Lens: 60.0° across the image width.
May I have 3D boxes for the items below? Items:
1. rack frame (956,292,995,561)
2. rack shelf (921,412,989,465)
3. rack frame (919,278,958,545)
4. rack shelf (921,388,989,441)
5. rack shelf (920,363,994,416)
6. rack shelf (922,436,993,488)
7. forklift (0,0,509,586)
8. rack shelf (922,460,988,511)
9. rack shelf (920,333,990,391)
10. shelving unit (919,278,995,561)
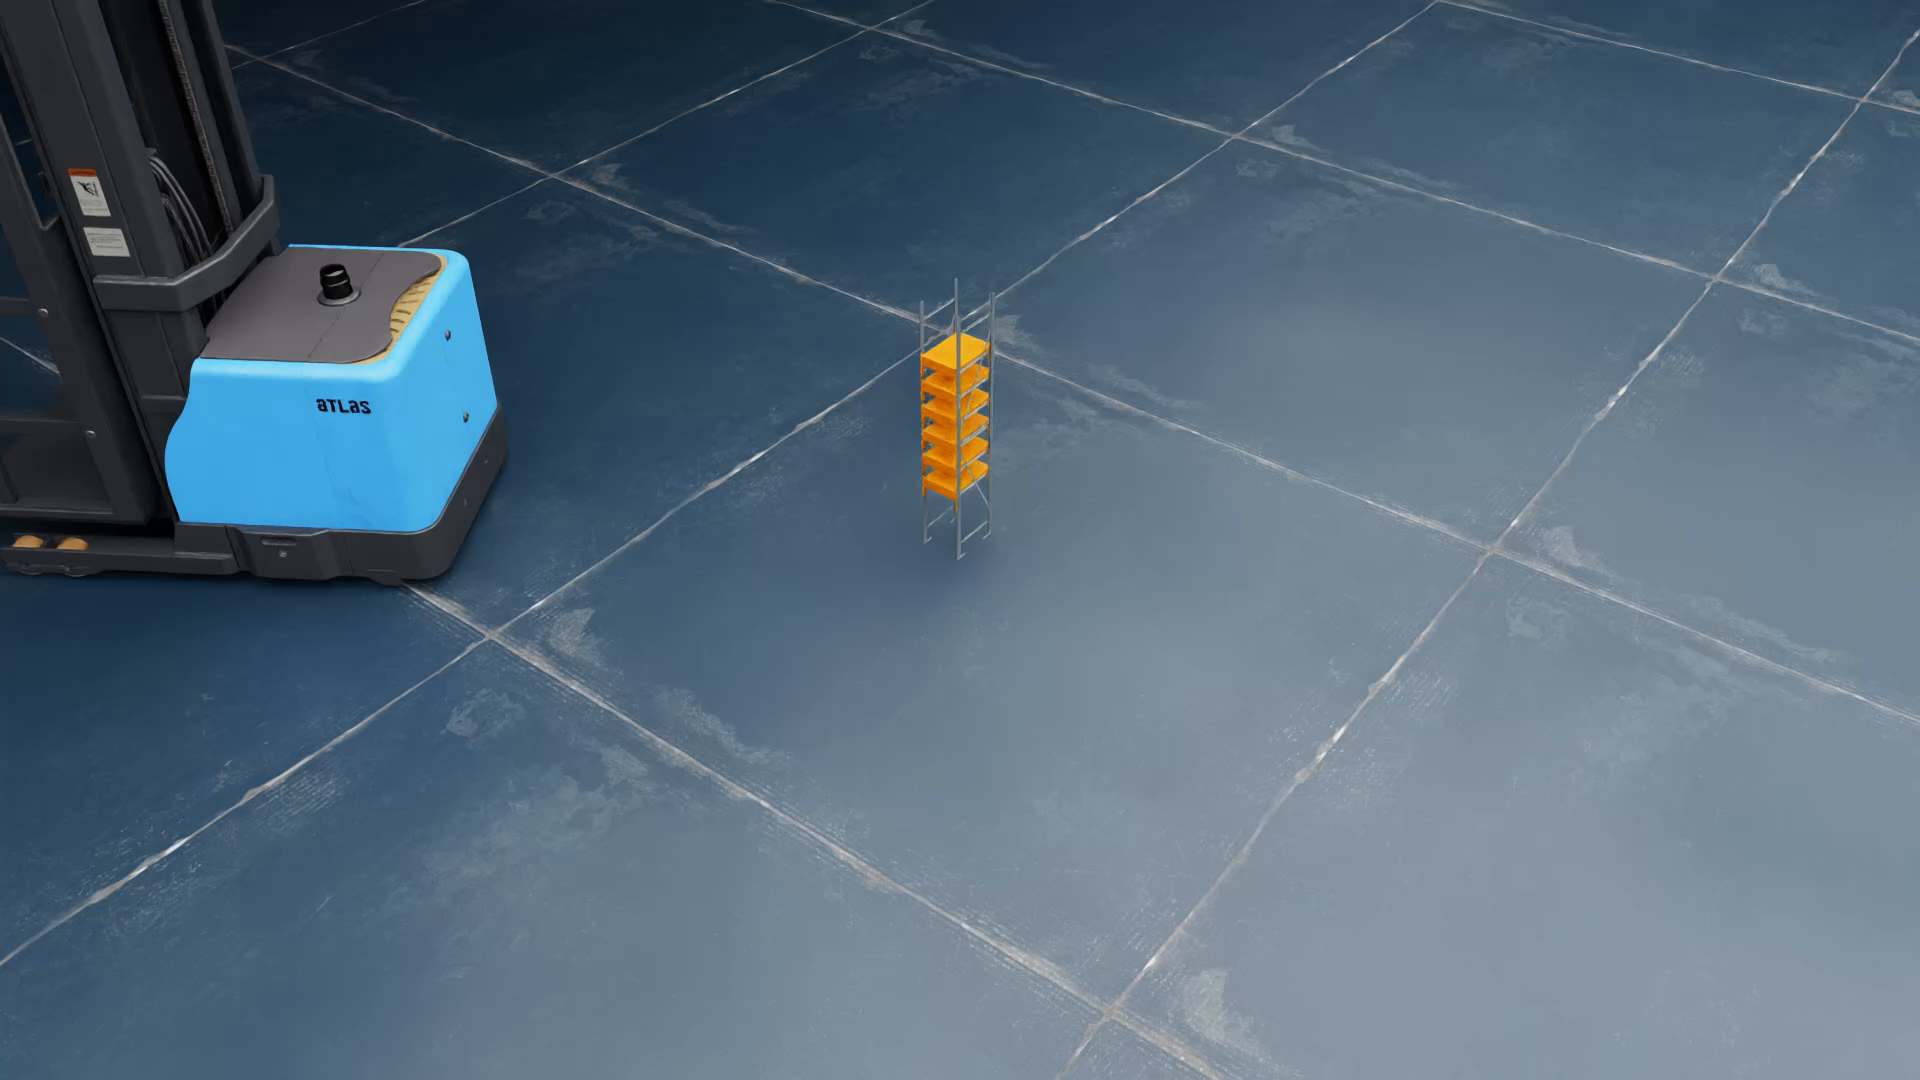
[{"bbox_3d":[0.061,-0.444,6.843,0.006,1.200,0.240,25,45,29],"label":"rack frame"},{"bbox_3d":[-0.011,-0.443,6.914,0.180,0.103,0.258,25,45,29],"label":"rack shelf"},{"bbox_3d":[-0.084,-0.512,6.931,0.006,1.200,0.240,25,45,29],"label":"rack frame"},{"bbox_3d":[-0.011,-0.537,6.840,0.180,0.103,0.258,25,45,29],"label":"rack shelf"},{"bbox_3d":[-0.011,-0.632,6.766,0.180,0.103,0.258,25,45,29],"label":"rack shelf"},{"bbox_3d":[-0.011,-0.348,6.988,0.180,0.103,0.258,25,45,29],"label":"rack shelf"},{"bbox_3d":[-3.620,-1.320,6.559,3.031,2.935,1.130,3,38,3],"label":"forklift"},{"bbox_3d":[-0.011,-0.254,7.062,0.180,0.103,0.258,25,45,29],"label":"rack shelf"},{"bbox_3d":[-0.011,-0.726,6.692,0.180,0.103,0.258,25,45,29],"label":"rack shelf"},{"bbox_3d":[-0.011,-0.478,6.887,0.189,1.200,0.258,25,45,29],"label":"shelving unit"}]
